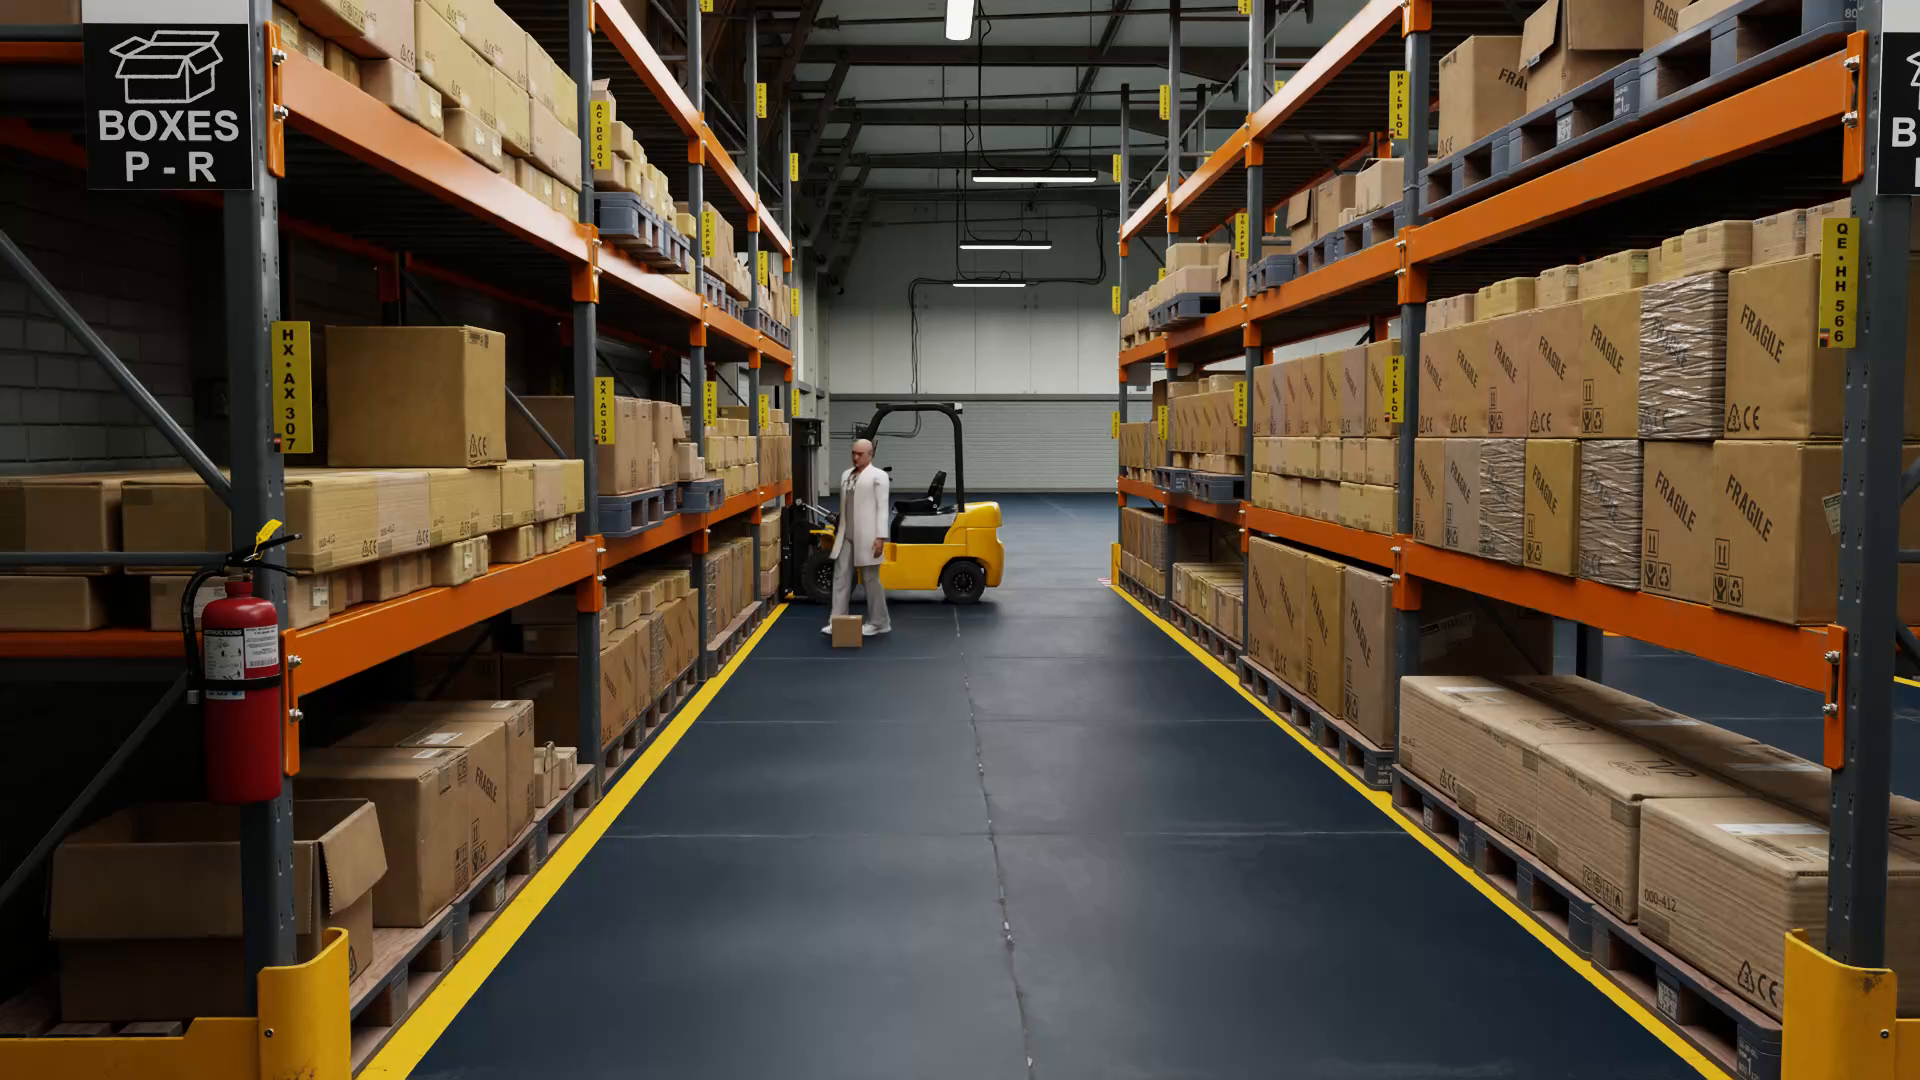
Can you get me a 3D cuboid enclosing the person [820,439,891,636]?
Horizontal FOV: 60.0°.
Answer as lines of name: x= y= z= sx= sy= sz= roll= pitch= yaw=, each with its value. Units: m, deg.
person: x=-0.935 y=-0.013 z=14.837 sx=0.611 sy=1.773 sz=0.765 roll=3 pitch=4 yaw=36
